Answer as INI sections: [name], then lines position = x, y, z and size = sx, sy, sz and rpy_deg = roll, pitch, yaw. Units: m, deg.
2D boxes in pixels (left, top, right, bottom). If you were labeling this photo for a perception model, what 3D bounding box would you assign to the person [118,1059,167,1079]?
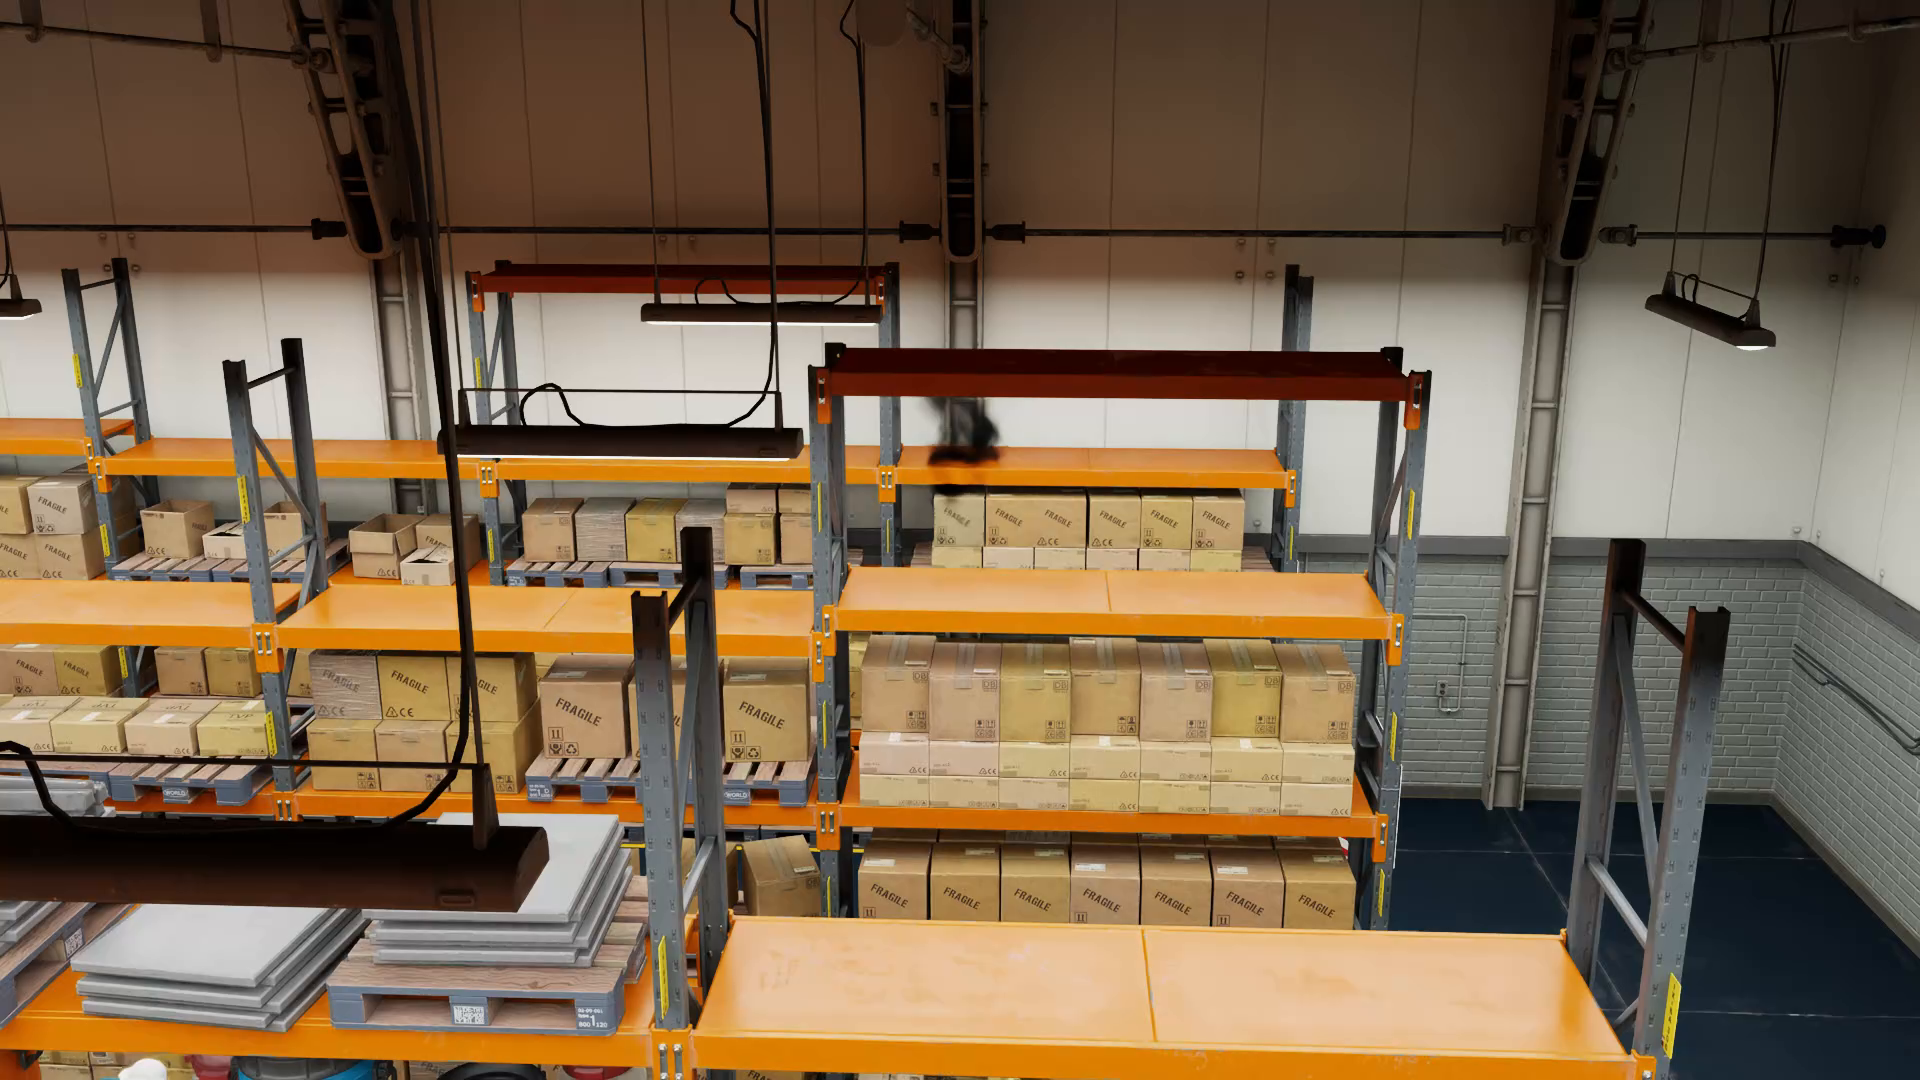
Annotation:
[person]
position = -5.265, 4.186, 10.914
size = 0.960, 1.767, 0.652
rpy_deg = -1, 16, -3
